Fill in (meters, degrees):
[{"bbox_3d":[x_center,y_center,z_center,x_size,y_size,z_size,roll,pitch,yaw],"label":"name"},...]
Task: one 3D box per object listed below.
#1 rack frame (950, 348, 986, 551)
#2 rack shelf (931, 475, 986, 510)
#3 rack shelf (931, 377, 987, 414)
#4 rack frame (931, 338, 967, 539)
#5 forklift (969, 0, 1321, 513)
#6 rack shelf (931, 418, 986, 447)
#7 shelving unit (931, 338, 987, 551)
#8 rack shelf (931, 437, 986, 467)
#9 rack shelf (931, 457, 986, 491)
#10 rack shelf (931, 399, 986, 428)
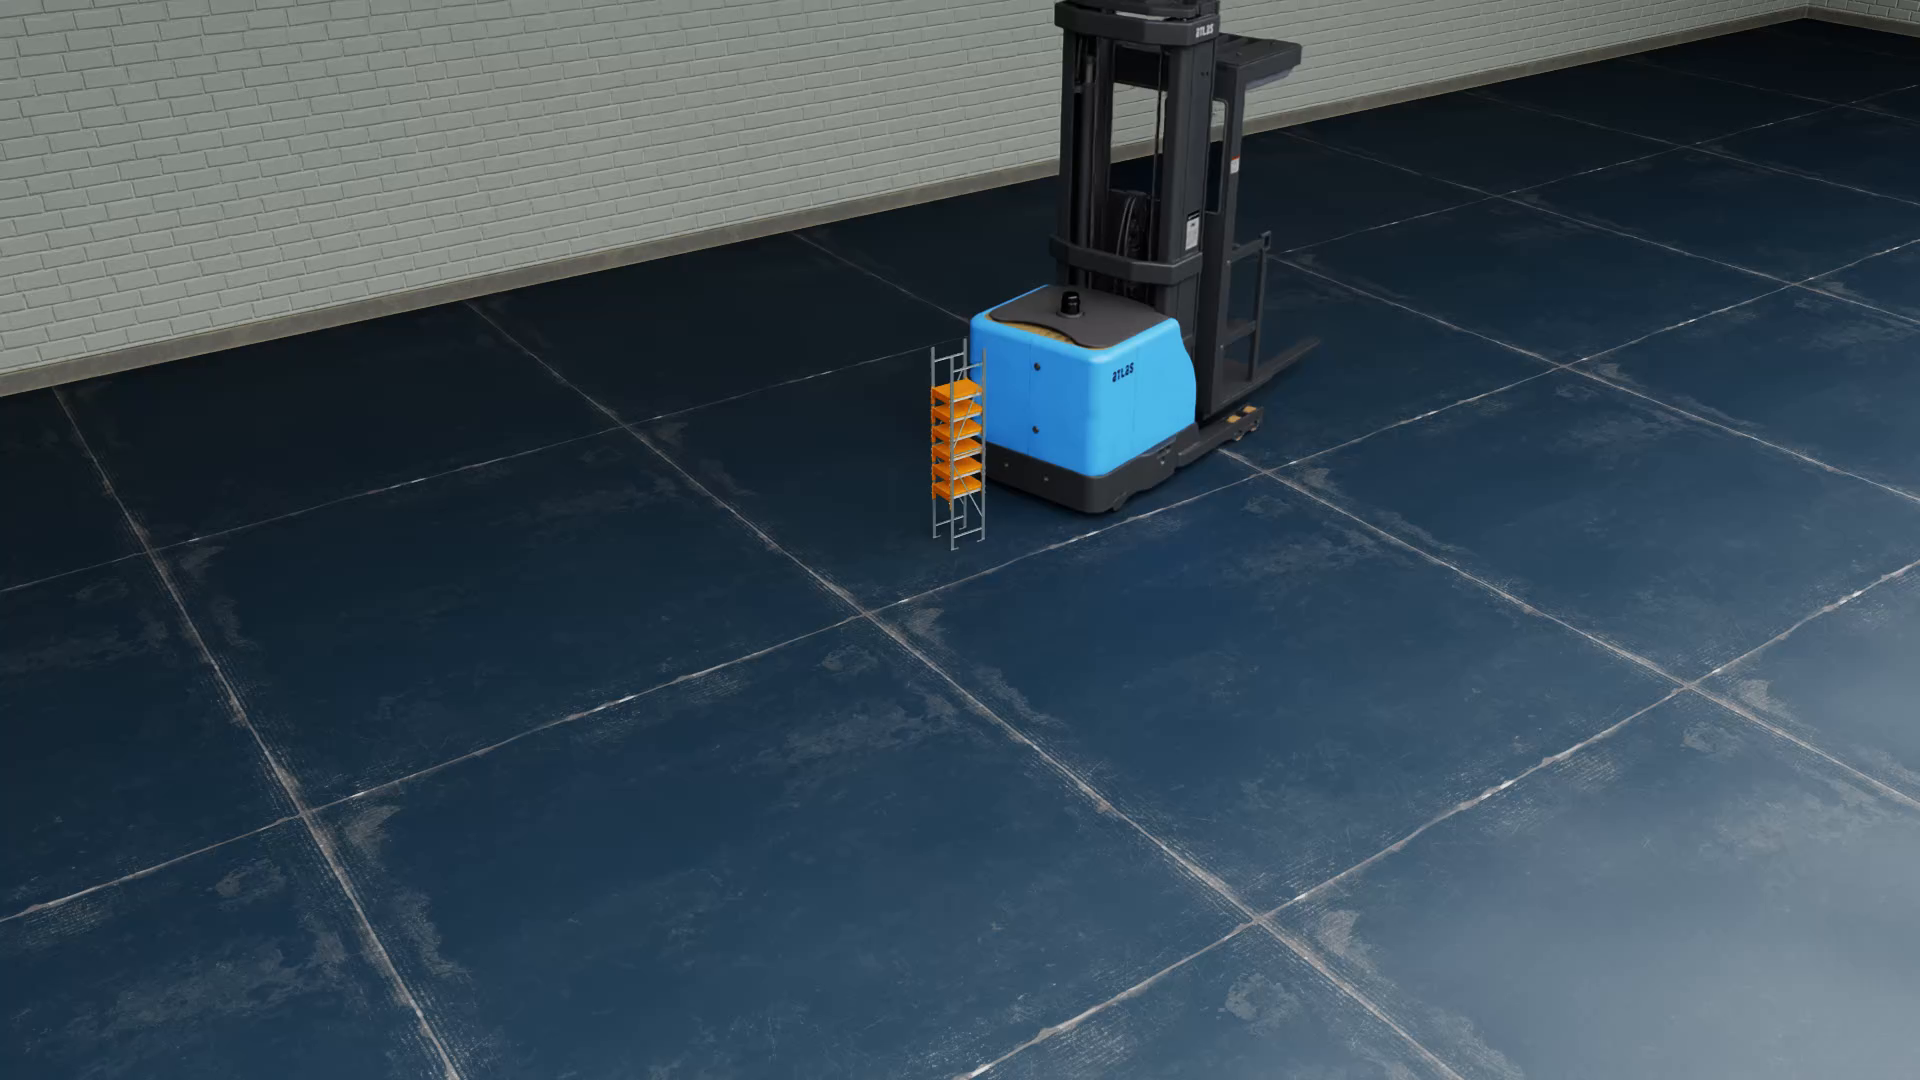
[{"bbox_3d":[0.045,-0.497,9.409,0.240,1.200,0.006,-19,34,-31],"label":"rack frame"},{"bbox_3d":[-0.008,-0.283,9.610,0.258,0.103,0.180,-19,34,-31],"label":"rack shelf"},{"bbox_3d":[-0.008,-0.810,9.323,0.258,0.103,0.180,-19,34,-31],"label":"rack shelf"},{"bbox_3d":[-0.061,-0.568,9.540,0.240,1.200,0.006,-19,34,-31],"label":"rack frame"},{"bbox_3d":[1.370,-2.077,10.504,1.130,2.935,3.031,22,35,34],"label":"forklift"},{"bbox_3d":[-0.008,-0.599,9.438,0.258,0.103,0.180,-19,34,-31],"label":"rack shelf"},{"bbox_3d":[-0.008,-0.533,9.474,0.258,1.200,0.189,-19,34,-31],"label":"shelving unit"},{"bbox_3d":[-0.008,-0.494,9.495,0.258,0.103,0.180,-19,34,-31],"label":"rack shelf"},{"bbox_3d":[-0.008,-0.388,9.552,0.258,0.103,0.180,-19,34,-31],"label":"rack shelf"},{"bbox_3d":[-0.008,-0.705,9.381,0.258,0.103,0.180,-19,34,-31],"label":"rack shelf"}]
